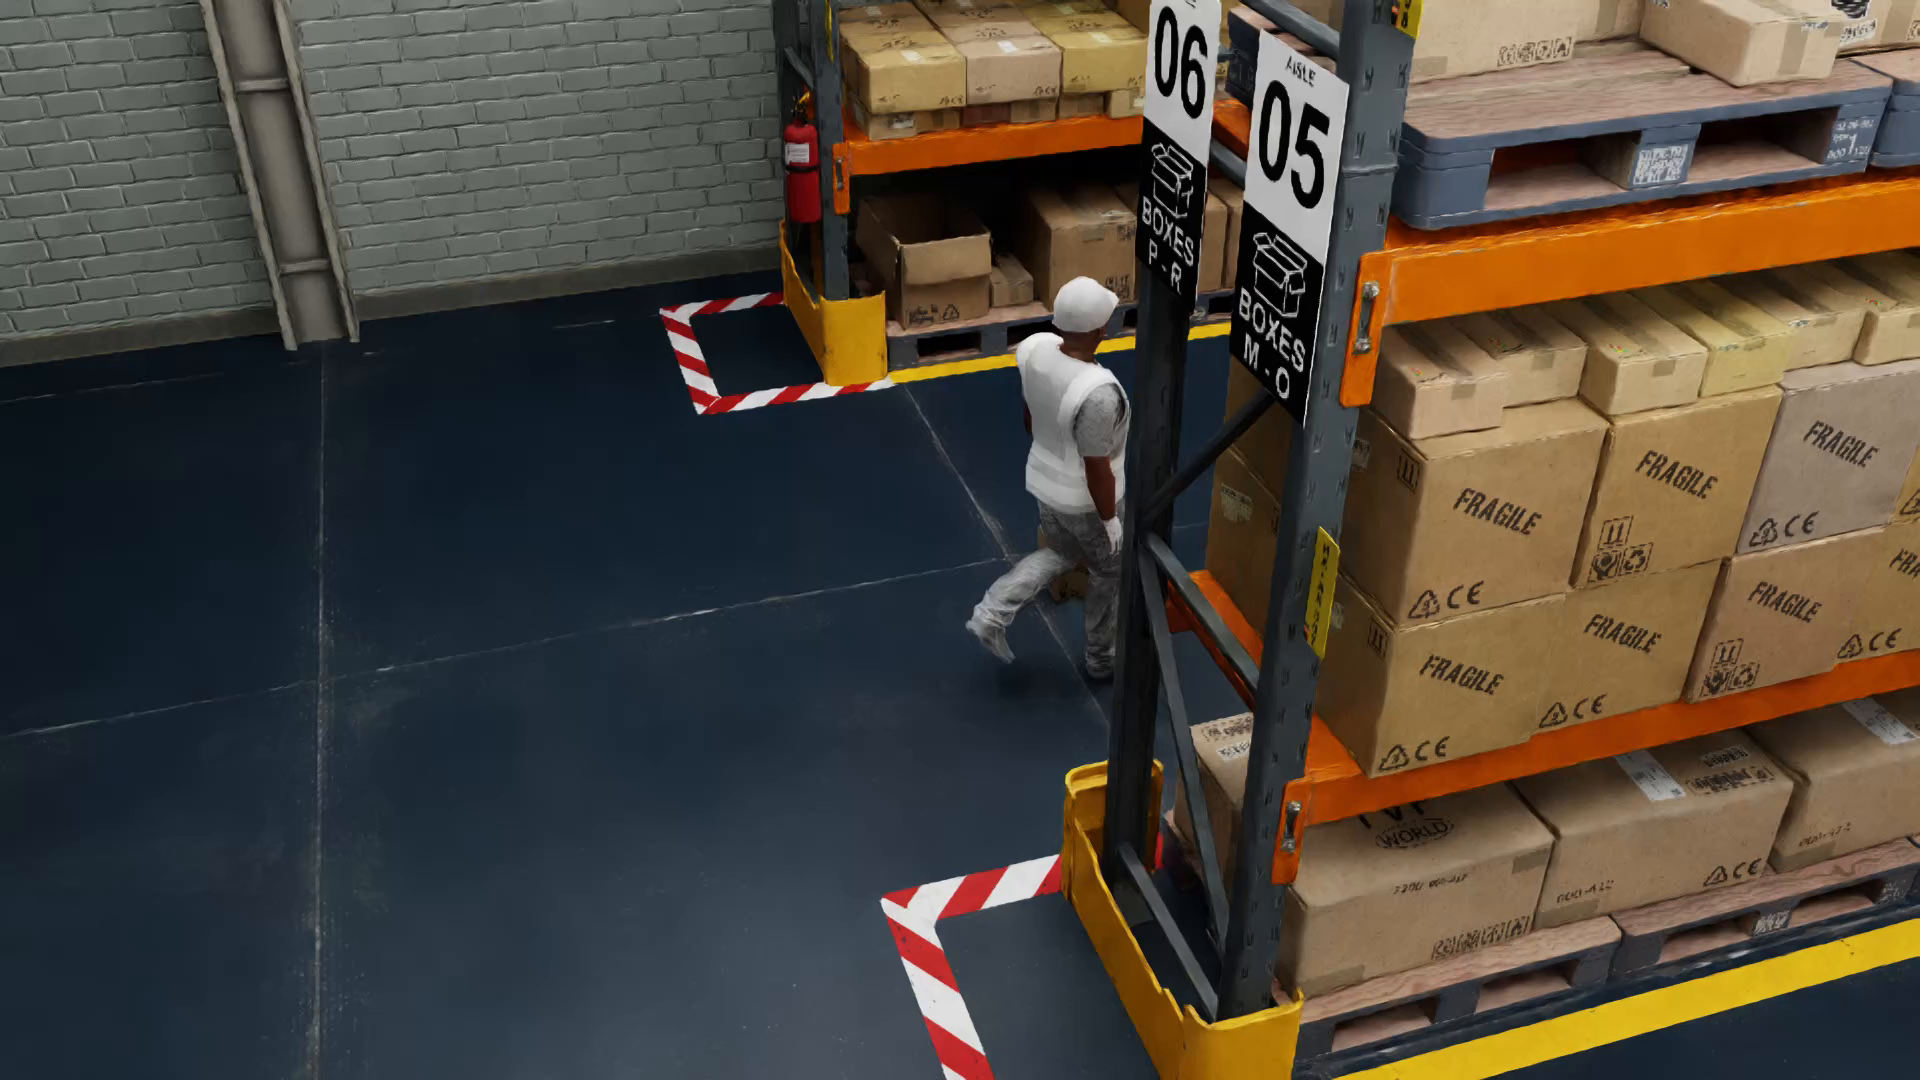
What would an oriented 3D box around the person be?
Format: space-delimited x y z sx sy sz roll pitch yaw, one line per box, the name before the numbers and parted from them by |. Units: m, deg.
person | 0.416 -0.193 6.420 0.783 1.772 0.598 -18 37 -25
